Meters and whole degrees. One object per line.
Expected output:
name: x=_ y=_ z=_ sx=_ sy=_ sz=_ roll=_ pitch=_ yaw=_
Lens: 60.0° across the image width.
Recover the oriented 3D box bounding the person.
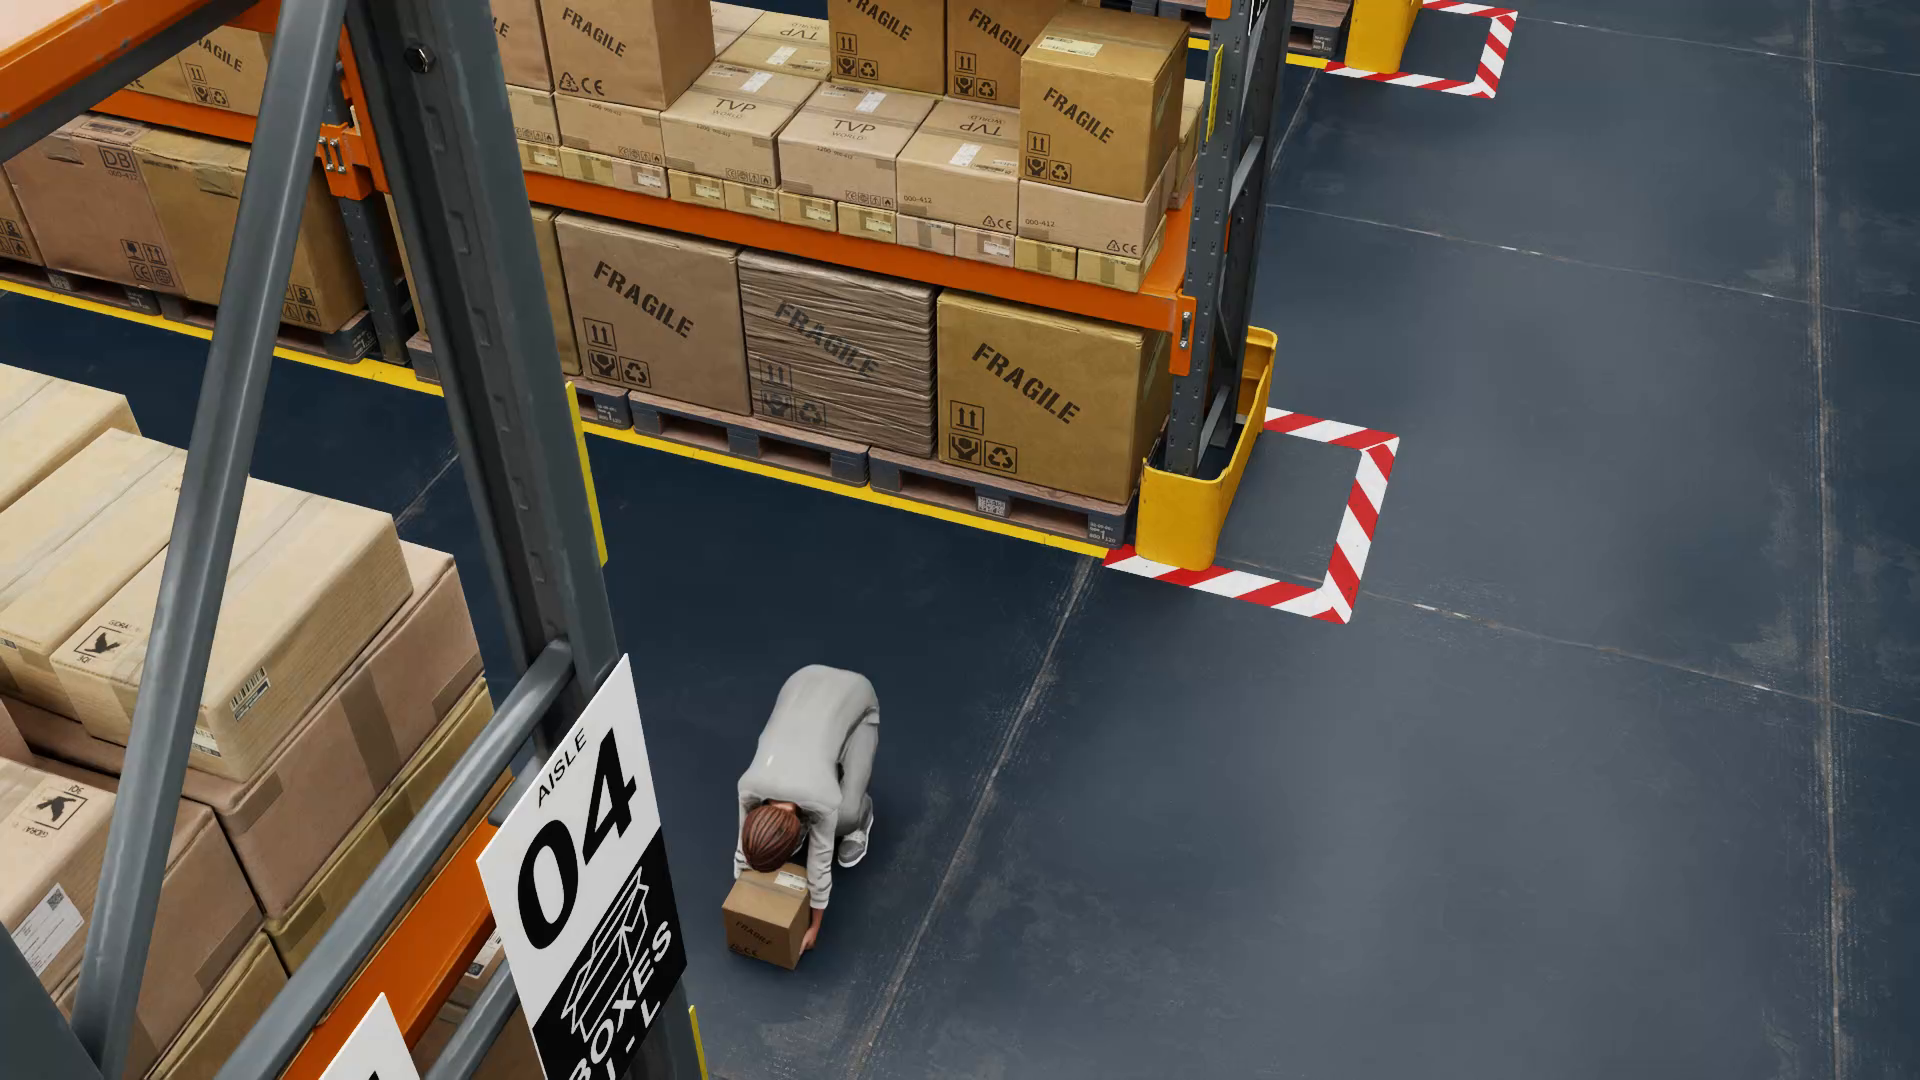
person: x=-0.513 y=0.881 z=5.871 sx=0.421 sy=0.687 sz=0.714 roll=13 pitch=44 yaw=13
